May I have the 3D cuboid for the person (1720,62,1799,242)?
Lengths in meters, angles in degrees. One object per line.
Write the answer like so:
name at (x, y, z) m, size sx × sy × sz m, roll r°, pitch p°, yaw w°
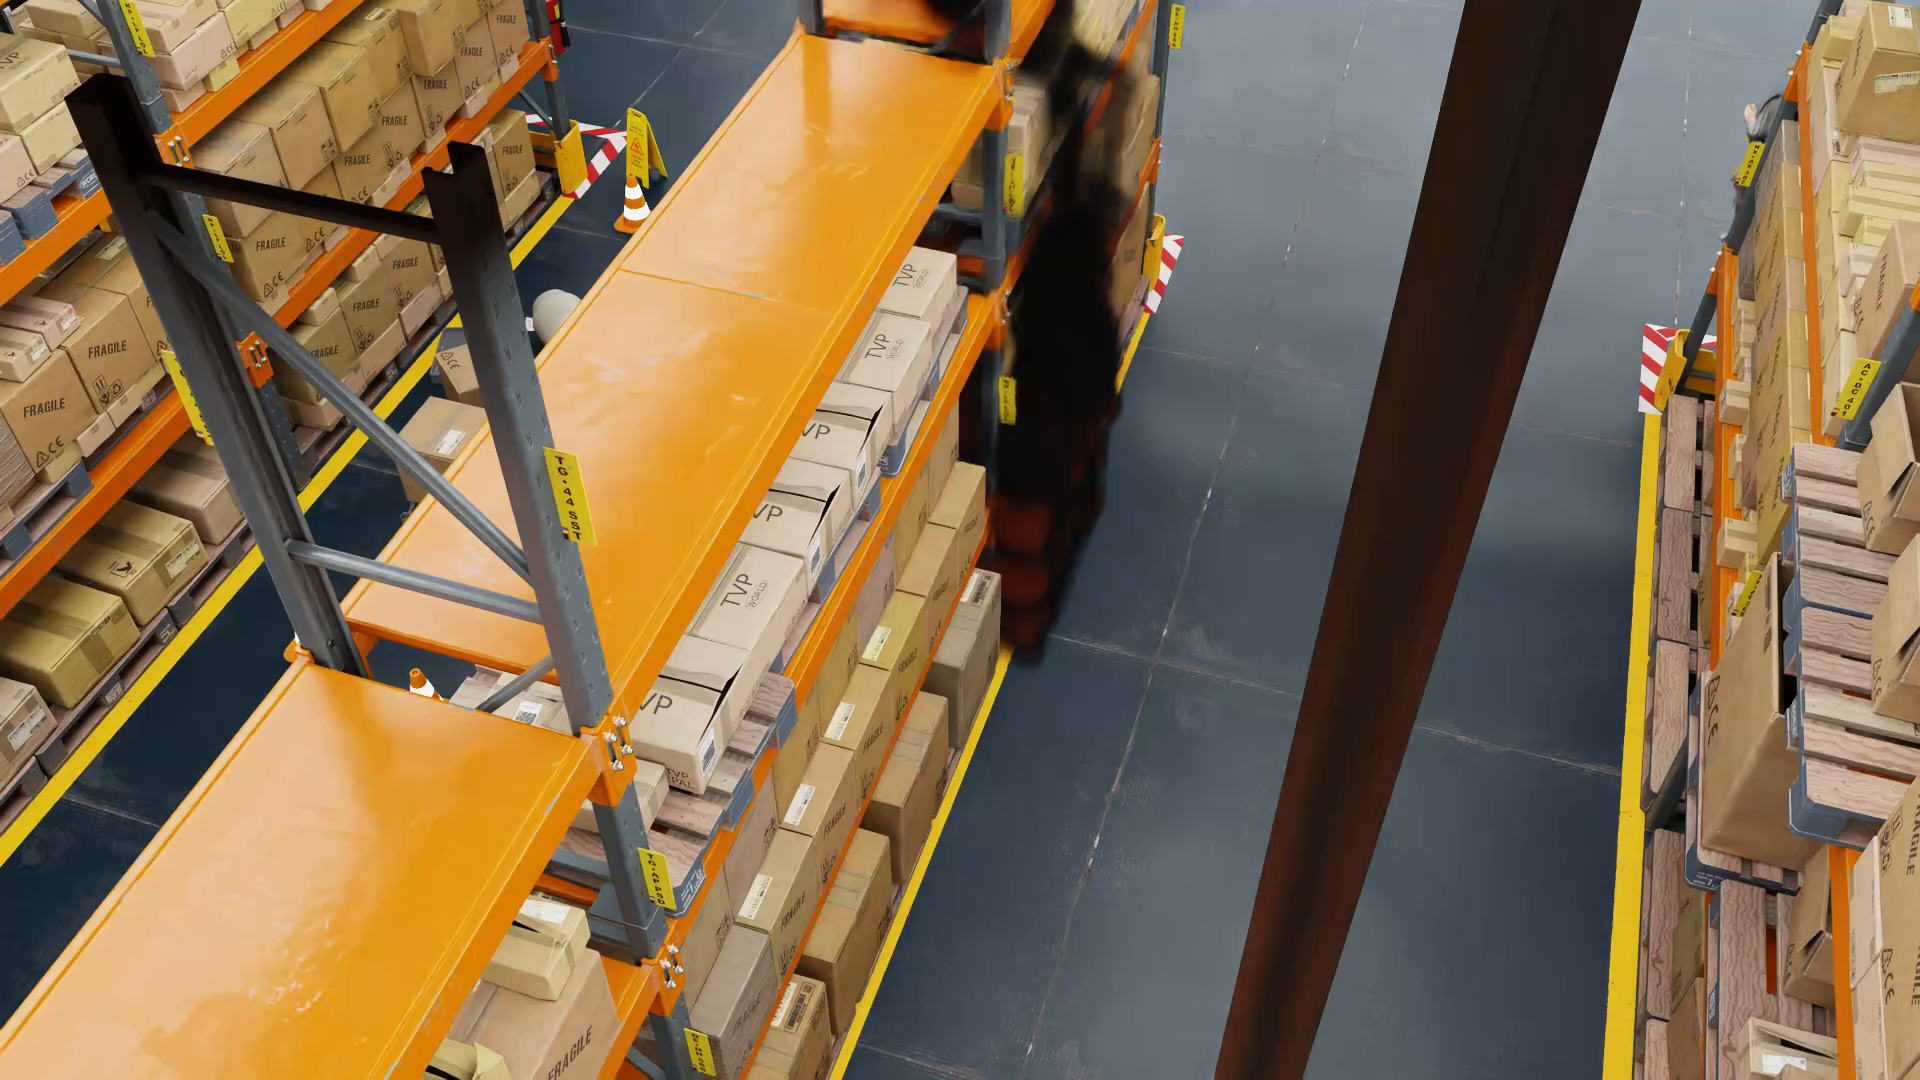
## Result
person at (6.226, -2.880, 12.758) m, size 0.630 × 1.771 × 0.737 m, roll -23°, pitch 50°, yaw -21°
